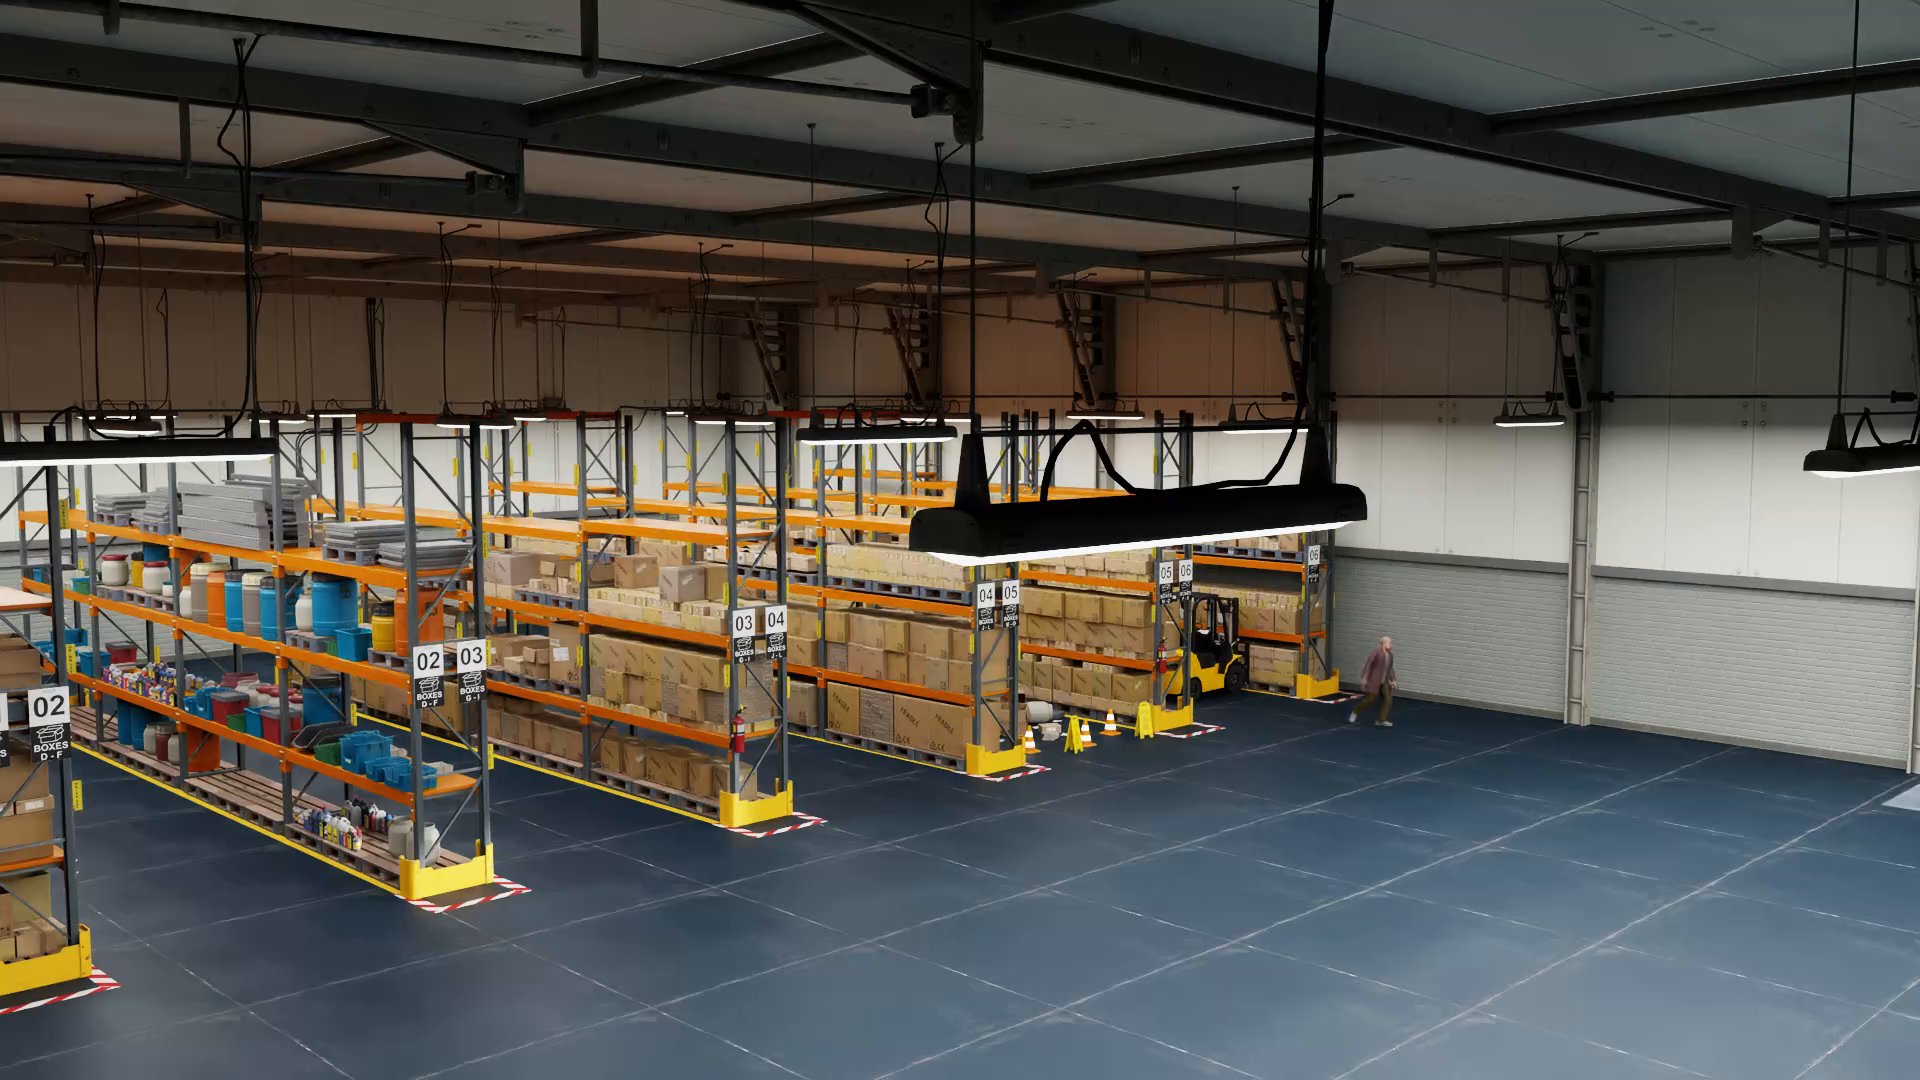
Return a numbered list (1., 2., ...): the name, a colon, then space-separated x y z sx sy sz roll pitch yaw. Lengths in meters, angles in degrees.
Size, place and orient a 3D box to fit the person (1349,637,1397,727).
1. person: 7.941 2.696 31.932 0.786 1.721 0.826 -4 6 -40
